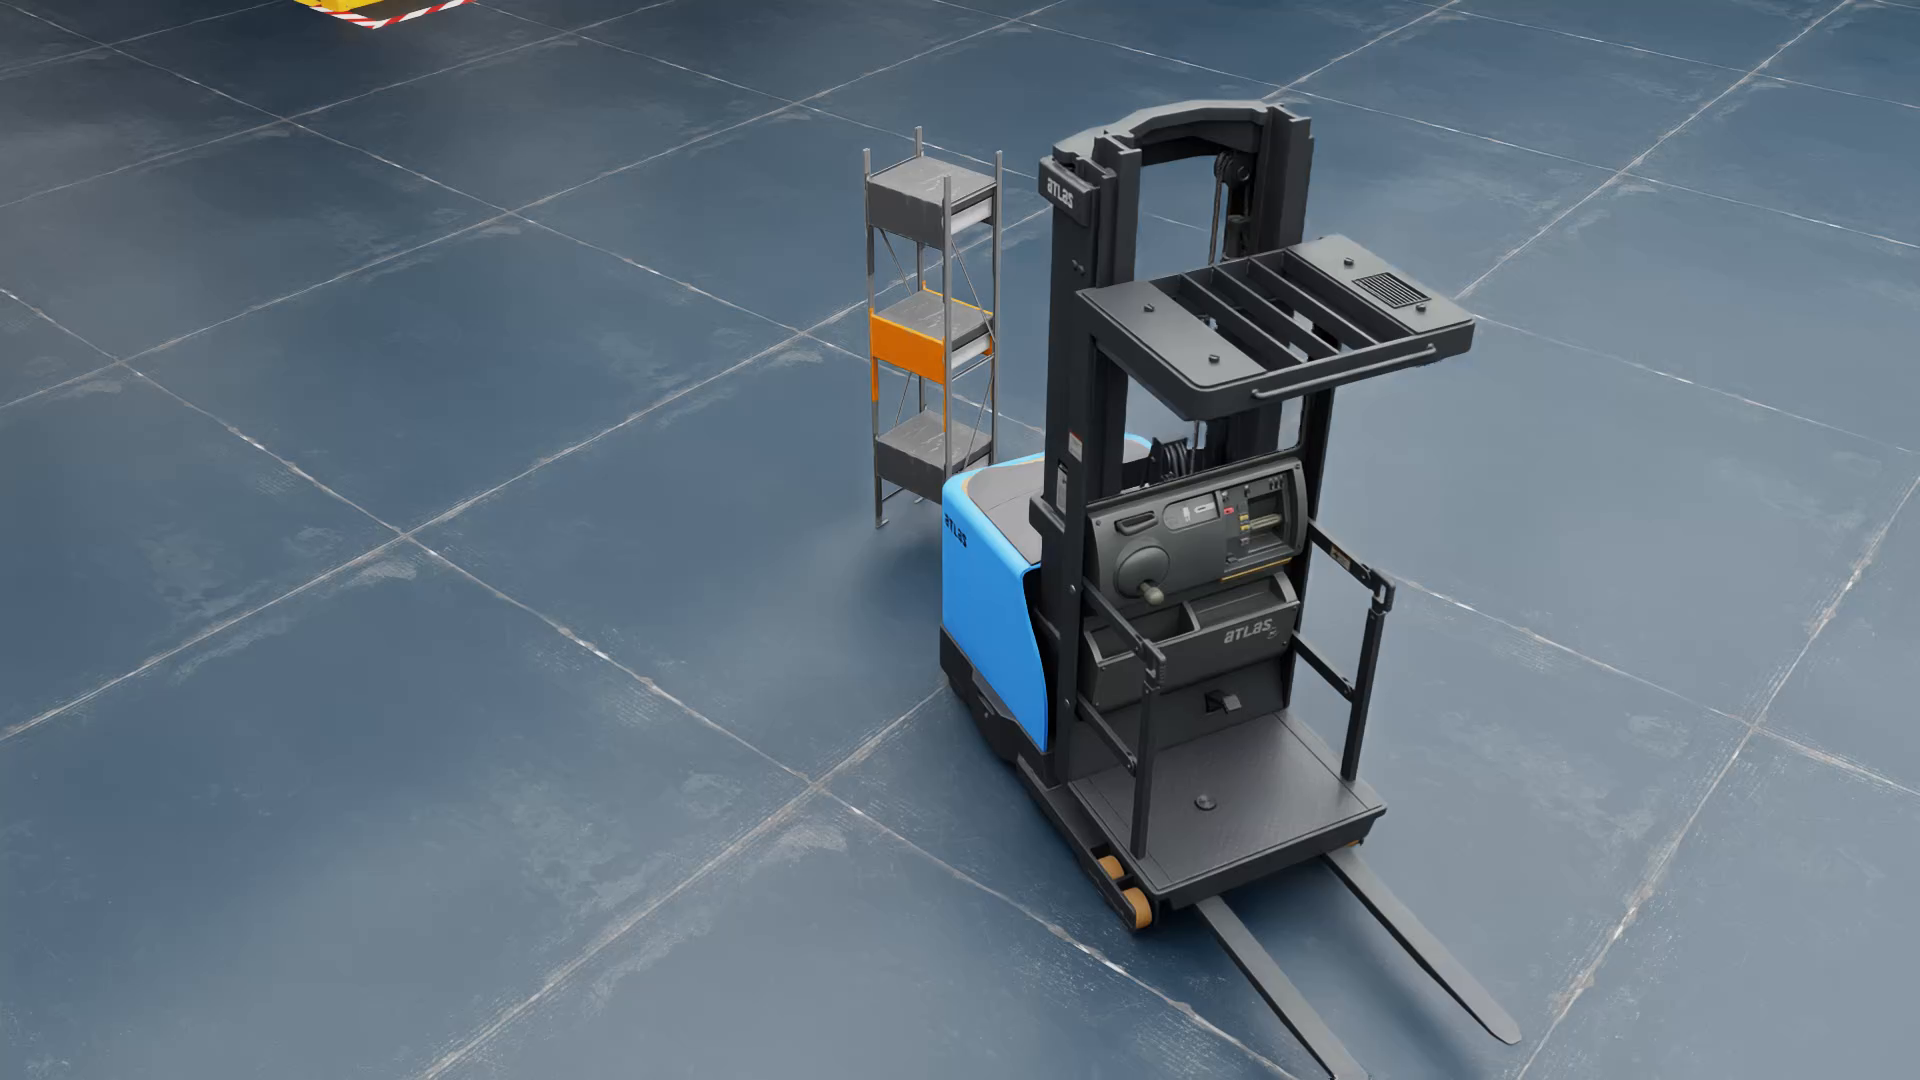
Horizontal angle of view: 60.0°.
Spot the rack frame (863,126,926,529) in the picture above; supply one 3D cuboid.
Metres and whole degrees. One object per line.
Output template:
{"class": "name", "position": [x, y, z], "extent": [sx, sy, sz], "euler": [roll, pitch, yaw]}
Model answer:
{"class": "rack frame", "position": [-0.315, -1.014, 8.372], "extent": [0.015, 2.100, 0.400], "euler": [25, 42, 32]}

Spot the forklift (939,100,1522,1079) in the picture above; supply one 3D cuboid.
{"class": "forklift", "position": [1.005, 0.034, 6.111], "extent": [1.130, 2.935, 3.031], "euler": [-15, 37, -21]}

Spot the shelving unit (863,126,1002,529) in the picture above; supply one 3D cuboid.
{"class": "shelving unit", "position": [-0.127, -0.926, 8.243], "extent": [0.503, 2.100, 0.431], "euler": [25, 42, 32]}

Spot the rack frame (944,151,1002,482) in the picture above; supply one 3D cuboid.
{"class": "rack frame", "position": [0.060, -0.837, 8.114], "extent": [0.015, 2.100, 0.400], "euler": [25, 42, 32]}

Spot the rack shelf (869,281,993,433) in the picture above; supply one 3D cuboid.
{"class": "rack shelf", "position": [-0.127, -0.914, 8.251], "extent": [0.480, 0.518, 0.431], "euler": [25, 42, 32]}

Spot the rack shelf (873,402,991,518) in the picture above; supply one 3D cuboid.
{"class": "rack shelf", "position": [-0.127, -0.337, 8.647], "extent": [0.480, 0.518, 0.431], "euler": [25, 42, 32]}

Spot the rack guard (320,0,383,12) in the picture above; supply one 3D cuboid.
{"class": "rack guard", "position": [-5.830, -5.676, 16.573], "extent": [0.348, 0.500, 1.175], "euler": [25, 42, 32]}

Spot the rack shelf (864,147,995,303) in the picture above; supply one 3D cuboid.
{"class": "rack shelf", "position": [-0.127, -1.491, 7.854], "extent": [0.480, 0.518, 0.431], "euler": [25, 42, 32]}
